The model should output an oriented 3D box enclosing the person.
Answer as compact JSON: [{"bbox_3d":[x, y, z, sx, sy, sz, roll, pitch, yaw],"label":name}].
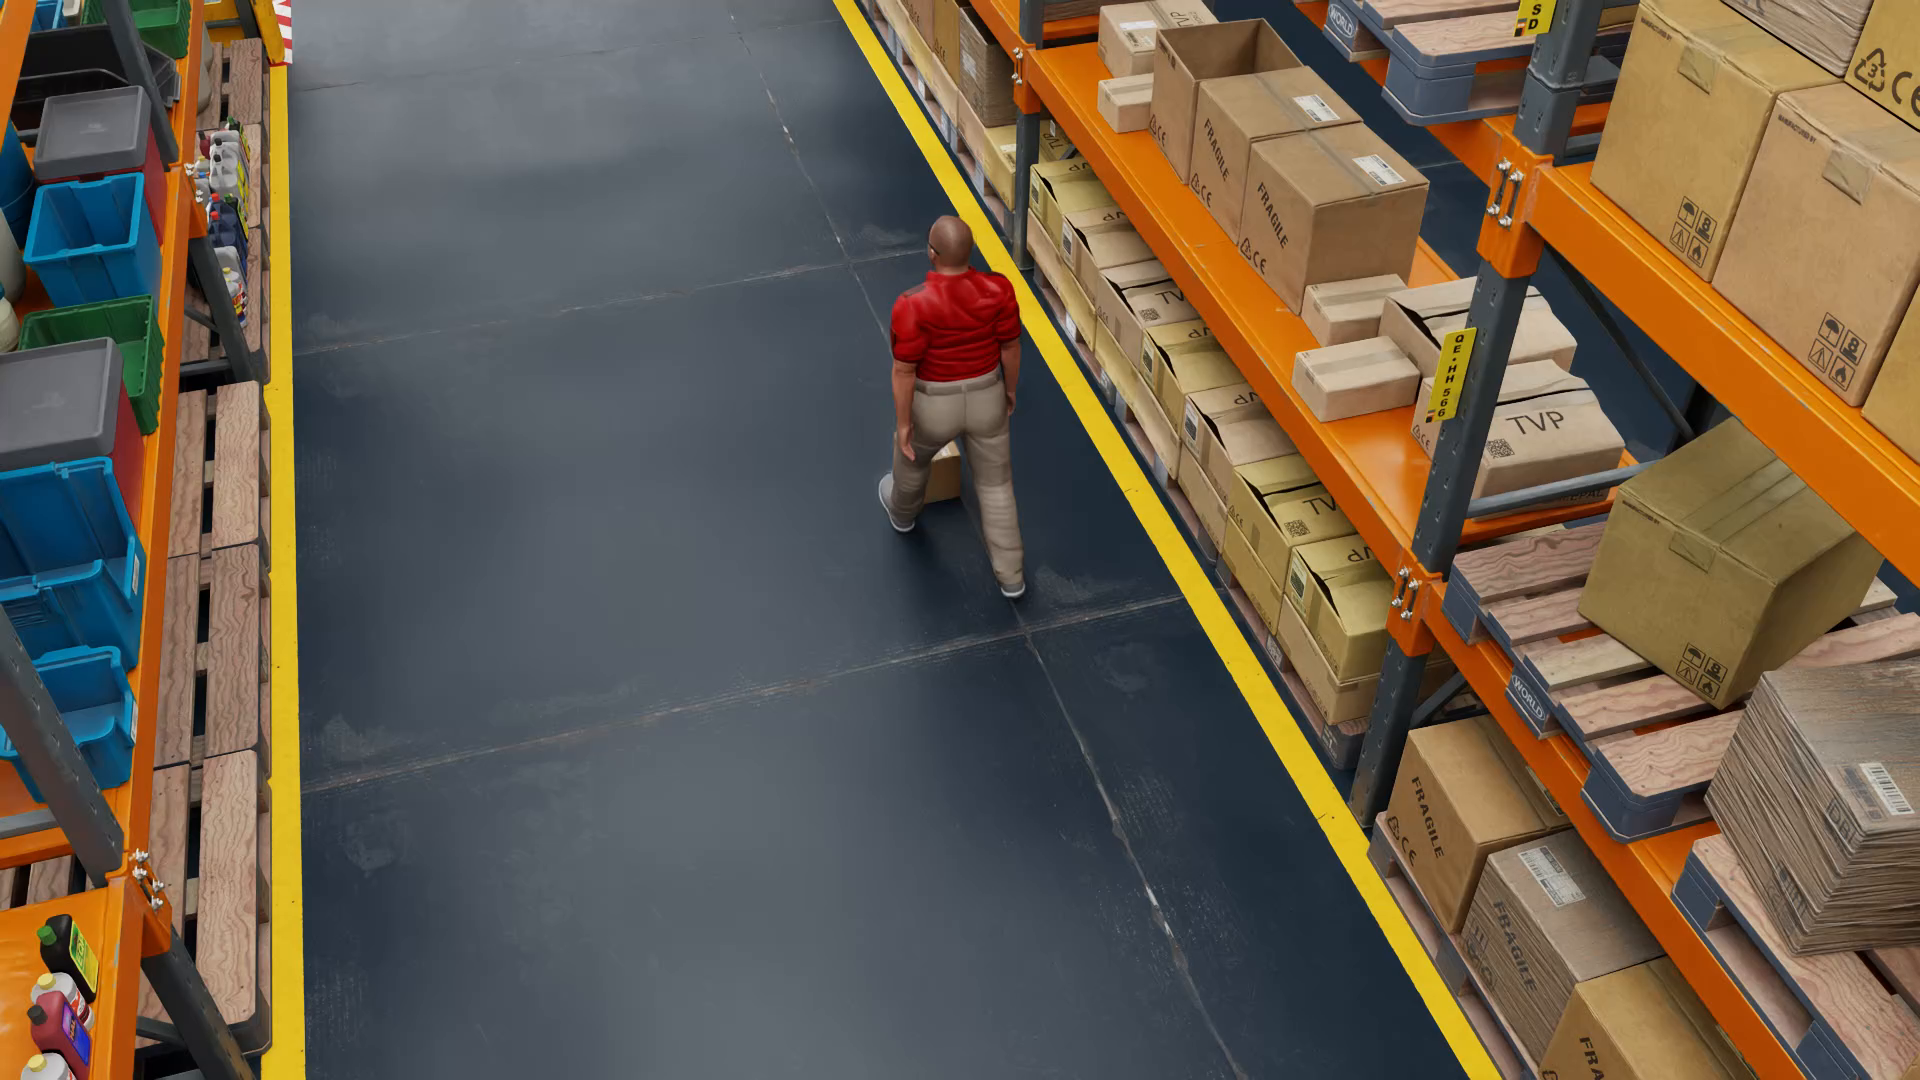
[{"bbox_3d":[-0.035,-0.610,6.862,0.551,1.690,0.901,-11,43,-12],"label":"person"}]
